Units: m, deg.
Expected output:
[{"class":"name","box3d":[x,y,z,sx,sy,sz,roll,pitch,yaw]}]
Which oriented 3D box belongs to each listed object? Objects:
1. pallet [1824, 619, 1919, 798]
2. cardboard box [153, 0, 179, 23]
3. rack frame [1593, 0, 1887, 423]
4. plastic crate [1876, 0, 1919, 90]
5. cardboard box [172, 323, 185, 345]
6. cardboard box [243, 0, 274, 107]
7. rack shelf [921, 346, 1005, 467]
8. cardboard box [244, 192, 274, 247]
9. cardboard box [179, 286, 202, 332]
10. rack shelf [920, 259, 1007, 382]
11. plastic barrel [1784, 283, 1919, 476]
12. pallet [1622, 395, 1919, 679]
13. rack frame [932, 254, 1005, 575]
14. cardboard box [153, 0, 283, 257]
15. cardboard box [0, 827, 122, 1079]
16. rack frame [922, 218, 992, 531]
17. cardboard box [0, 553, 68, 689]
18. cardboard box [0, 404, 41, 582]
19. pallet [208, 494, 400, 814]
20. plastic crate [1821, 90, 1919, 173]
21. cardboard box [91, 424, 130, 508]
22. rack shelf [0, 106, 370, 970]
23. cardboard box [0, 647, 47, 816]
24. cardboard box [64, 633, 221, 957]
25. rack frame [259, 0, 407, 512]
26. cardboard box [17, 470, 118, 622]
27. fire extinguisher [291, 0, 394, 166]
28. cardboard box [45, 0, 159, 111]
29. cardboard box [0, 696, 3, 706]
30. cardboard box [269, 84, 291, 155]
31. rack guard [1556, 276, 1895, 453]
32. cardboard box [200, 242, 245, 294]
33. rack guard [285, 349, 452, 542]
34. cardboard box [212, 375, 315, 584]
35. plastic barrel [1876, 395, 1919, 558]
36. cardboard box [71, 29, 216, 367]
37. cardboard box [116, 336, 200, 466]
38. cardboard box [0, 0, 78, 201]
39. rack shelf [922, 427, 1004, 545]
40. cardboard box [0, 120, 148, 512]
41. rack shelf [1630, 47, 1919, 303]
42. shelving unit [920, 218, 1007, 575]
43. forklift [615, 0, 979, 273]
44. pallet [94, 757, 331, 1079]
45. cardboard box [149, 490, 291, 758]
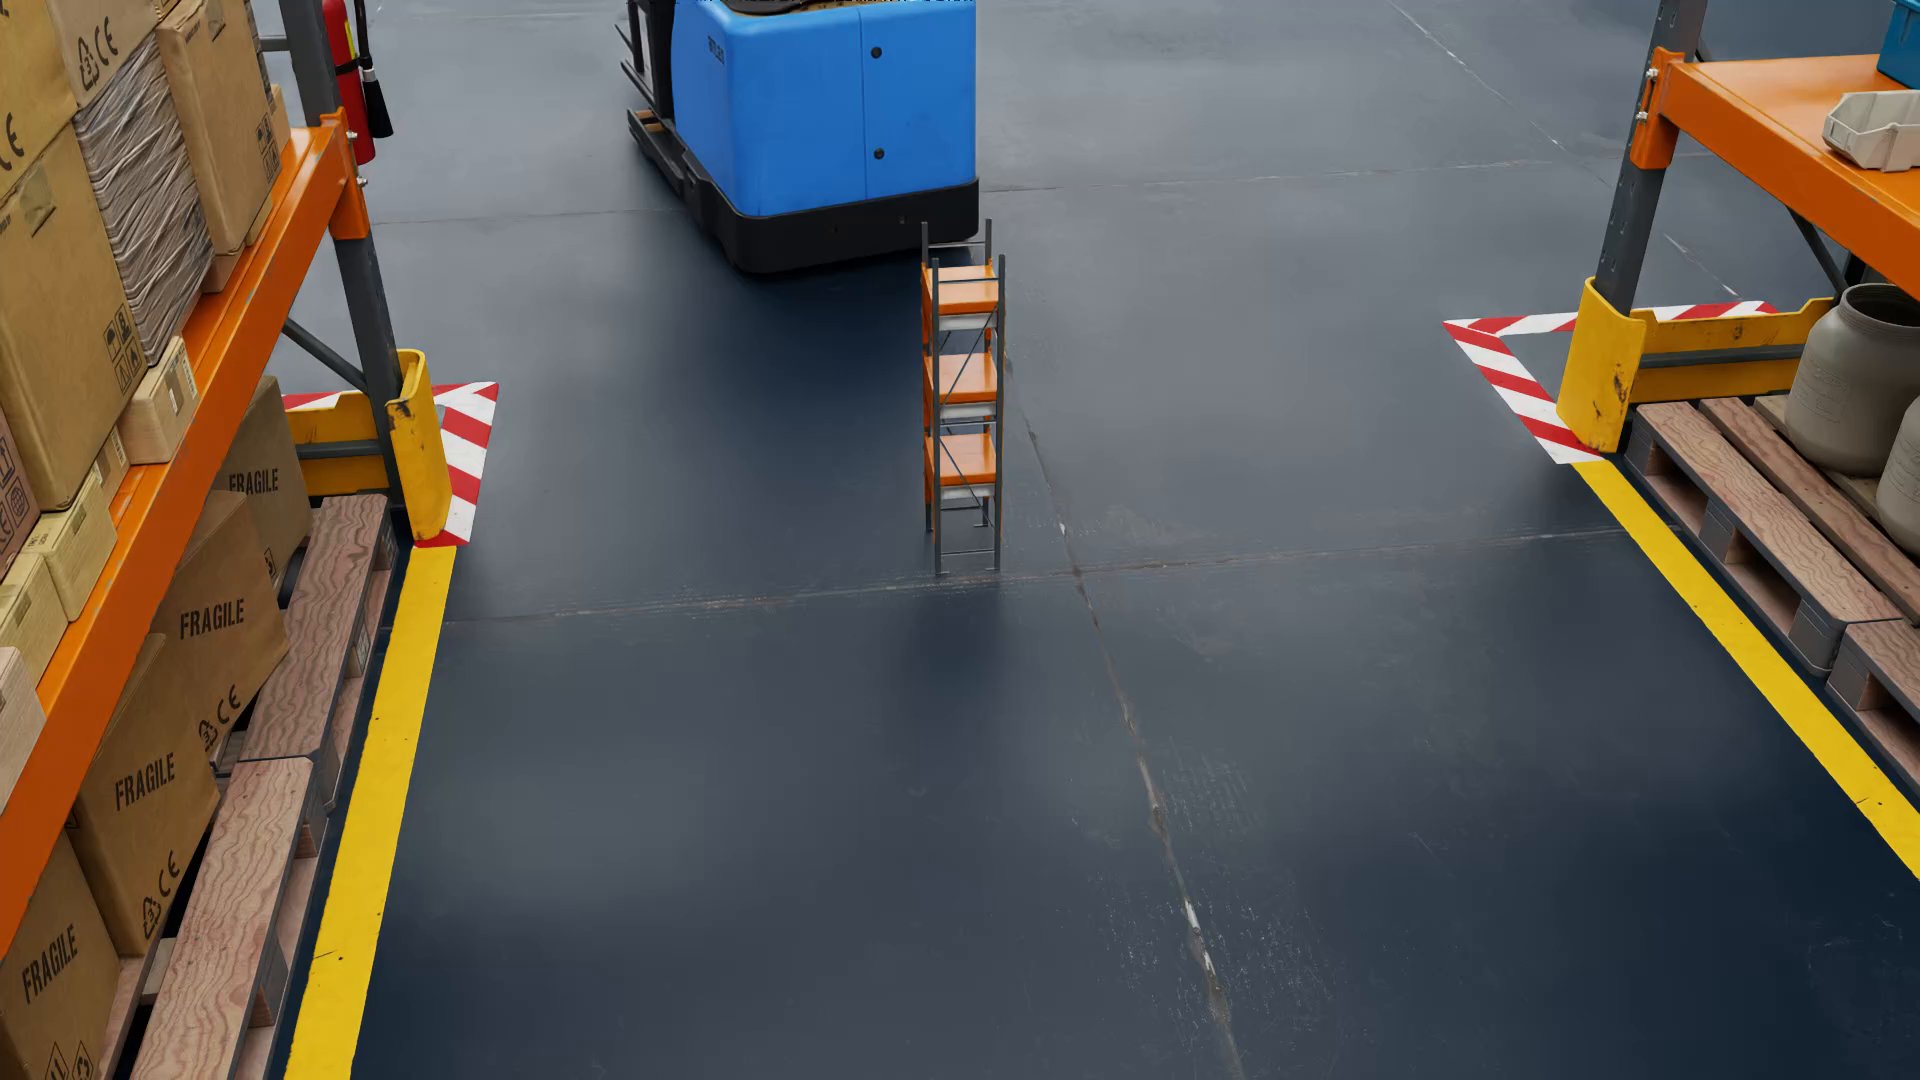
[{"class":"pallet","box3d":[2.980,0.613,4.163,1.003,0.211,1.213,-4,35,-6]},{"class":"cardboard box","box3d":[-1.858,-1.346,3.321,0.500,0.500,0.500,-4,35,-6]},{"class":"rack frame","box3d":[2.658,-1.711,5.097,1.000,3.000,0.127,-4,35,-6]},{"class":"plastic crate","box3d":[3.022,-1.393,4.762,0.499,0.251,0.616,-4,35,-6]},{"class":"cardboard box","box3d":[-1.822,-0.392,3.385,0.380,0.149,0.250,-4,35,-6]},{"class":"cardboard box","box3d":[-2.203,-1.191,3.981,0.875,0.500,0.500,-4,35,-6]},{"class":"rack shelf","box3d":[0.007,-0.395,4.916,0.215,0.259,0.240,-4,35,-6]},{"class":"cardboard box","box3d":[-1.889,-0.813,4.003,0.380,0.149,0.250,-4,35,-6]},{"class":"cardboard box","box3d":[-1.878,-0.530,3.587,0.380,0.149,0.250,-4,35,-6]},{"class":"rack shelf","box3d":[0.007,-0.630,4.757,0.215,0.259,0.240,-4,35,-6]},{"class":"plastic barrel","box3d":[2.823,-0.495,5.149,0.421,0.512,0.421,0,34,0]},{"class":"pallet","box3d":[2.819,-0.066,5.159,1.003,0.211,1.213,-4,35,-6]},{"class":"rack frame","box3d":[0.024,-0.336,4.811,0.200,1.050,0.008,-4,35,-6]},{"class":"cardboard box","box3d":[-2.017,-0.921,3.585,0.875,0.500,0.500,-4,35,-6]},{"class":"cardboard box","box3d":[-1.972,0.870,3.157,0.500,0.500,0.500,-7,35,-11]},{"class":"rack frame","box3d":[-0.009,-0.472,5.010,0.200,1.050,0.008,-4,35,-6]},{"class":"cardboard box","box3d":[-1.635,0.162,2.572,0.380,0.149,0.250,-4,35,-6]},{"class":"cardboard box","box3d":[-1.910,-0.077,2.346,0.875,0.500,0.500,-4,35,-6]},{"class":"pallet","box3d":[-2.165,0.315,4.600,1.003,0.211,1.213,-4,35,-6]},{"class":"plastic crate","box3d":[2.460,-1.078,4.403,0.298,0.136,0.250,-4,35,-6]},{"class":"cardboard box","box3d":[-1.736,-0.115,2.978,0.380,0.149,0.250,-4,35,-6]},{"class":"rack shelf","box3d":[-1.981,0.078,3.111,1.077,0.370,4.000,-4,35,-6]},{"class":"cardboard box","box3d":[-1.560,0.298,2.372,0.380,0.149,0.250,-4,35,-6]},{"class":"cardboard box","box3d":[-2.002,0.555,3.619,0.500,0.500,0.500,-1,34,-2]},{"class":"rack frame","box3d":[-2.250,-1.336,4.547,1.000,3.000,0.127,-4,35,-6]},{"class":"cardboard box","box3d":[-1.657,0.021,2.778,0.380,0.149,0.250,-4,35,-6]},{"class":"fire extinguisher","box3d":[-1.808,-1.403,4.713,0.296,0.674,0.183,-4,35,-6]},{"class":"cardboard box","box3d":[-1.793,-1.067,2.912,0.500,0.500,0.500,-4,35,-6]},{"class":"cardboard box","box3d":[-1.743,0.195,1.948,0.875,0.500,0.500,-4,35,-6]},{"class":"cardboard box","box3d":[-2.007,-1.089,4.407,0.380,0.149,0.250,-4,35,-6]},{"class":"rack guard","box3d":[2.715,-0.639,5.744,1.175,0.500,0.348,-4,35,-6]},{"class":"cardboard box","box3d":[-1.871,-0.673,3.797,0.380,0.149,0.250,-4,35,-6]},{"class":"rack guard","box3d":[-2.239,-0.260,5.188,1.175,0.500,0.348,-4,35,-6]},{"class":"cardboard box","box3d":[-2.182,-0.127,4.619,0.500,0.500,0.500,2,34,2]},{"class":"plastic barrel","box3d":[2.890,-0.215,4.738,0.421,0.512,0.421,0,34,0]},{"class":"cardboard box","box3d":[-1.992,-0.639,3.171,0.875,0.500,0.500,-4,35,-6]},{"class":"cardboard box","box3d":[-1.701,-0.259,3.190,0.380,0.149,0.250,-4,35,-6]},{"class":"cardboard box","box3d":[-1.734,-0.788,2.501,0.500,0.500,0.500,-4,35,-6]},{"class":"rack shelf","box3d":[0.007,-0.166,5.073,0.215,0.259,0.240,-4,35,-6]},{"class":"cardboard box","box3d":[-1.937,-0.359,2.760,0.875,0.500,0.500,-4,35,-6]},{"class":"rack shelf","box3d":[2.927,-0.298,3.662,1.077,0.370,4.000,-4,35,-6]},{"class":"shelving unit","box3d":[0.007,-0.404,4.911,0.215,1.050,0.252,-4,35,-6]},{"class":"forklift","box3d":[-0.957,-3.106,7.205,1.130,2.935,3.031,-13,36,-19]},{"class":"pallet","box3d":[-2.004,0.994,3.604,1.003,0.211,1.213,-4,35,-6]},{"class":"cardboard box","box3d":[-2.068,0.204,4.133,0.500,0.500,0.500,4,35,6]}]
